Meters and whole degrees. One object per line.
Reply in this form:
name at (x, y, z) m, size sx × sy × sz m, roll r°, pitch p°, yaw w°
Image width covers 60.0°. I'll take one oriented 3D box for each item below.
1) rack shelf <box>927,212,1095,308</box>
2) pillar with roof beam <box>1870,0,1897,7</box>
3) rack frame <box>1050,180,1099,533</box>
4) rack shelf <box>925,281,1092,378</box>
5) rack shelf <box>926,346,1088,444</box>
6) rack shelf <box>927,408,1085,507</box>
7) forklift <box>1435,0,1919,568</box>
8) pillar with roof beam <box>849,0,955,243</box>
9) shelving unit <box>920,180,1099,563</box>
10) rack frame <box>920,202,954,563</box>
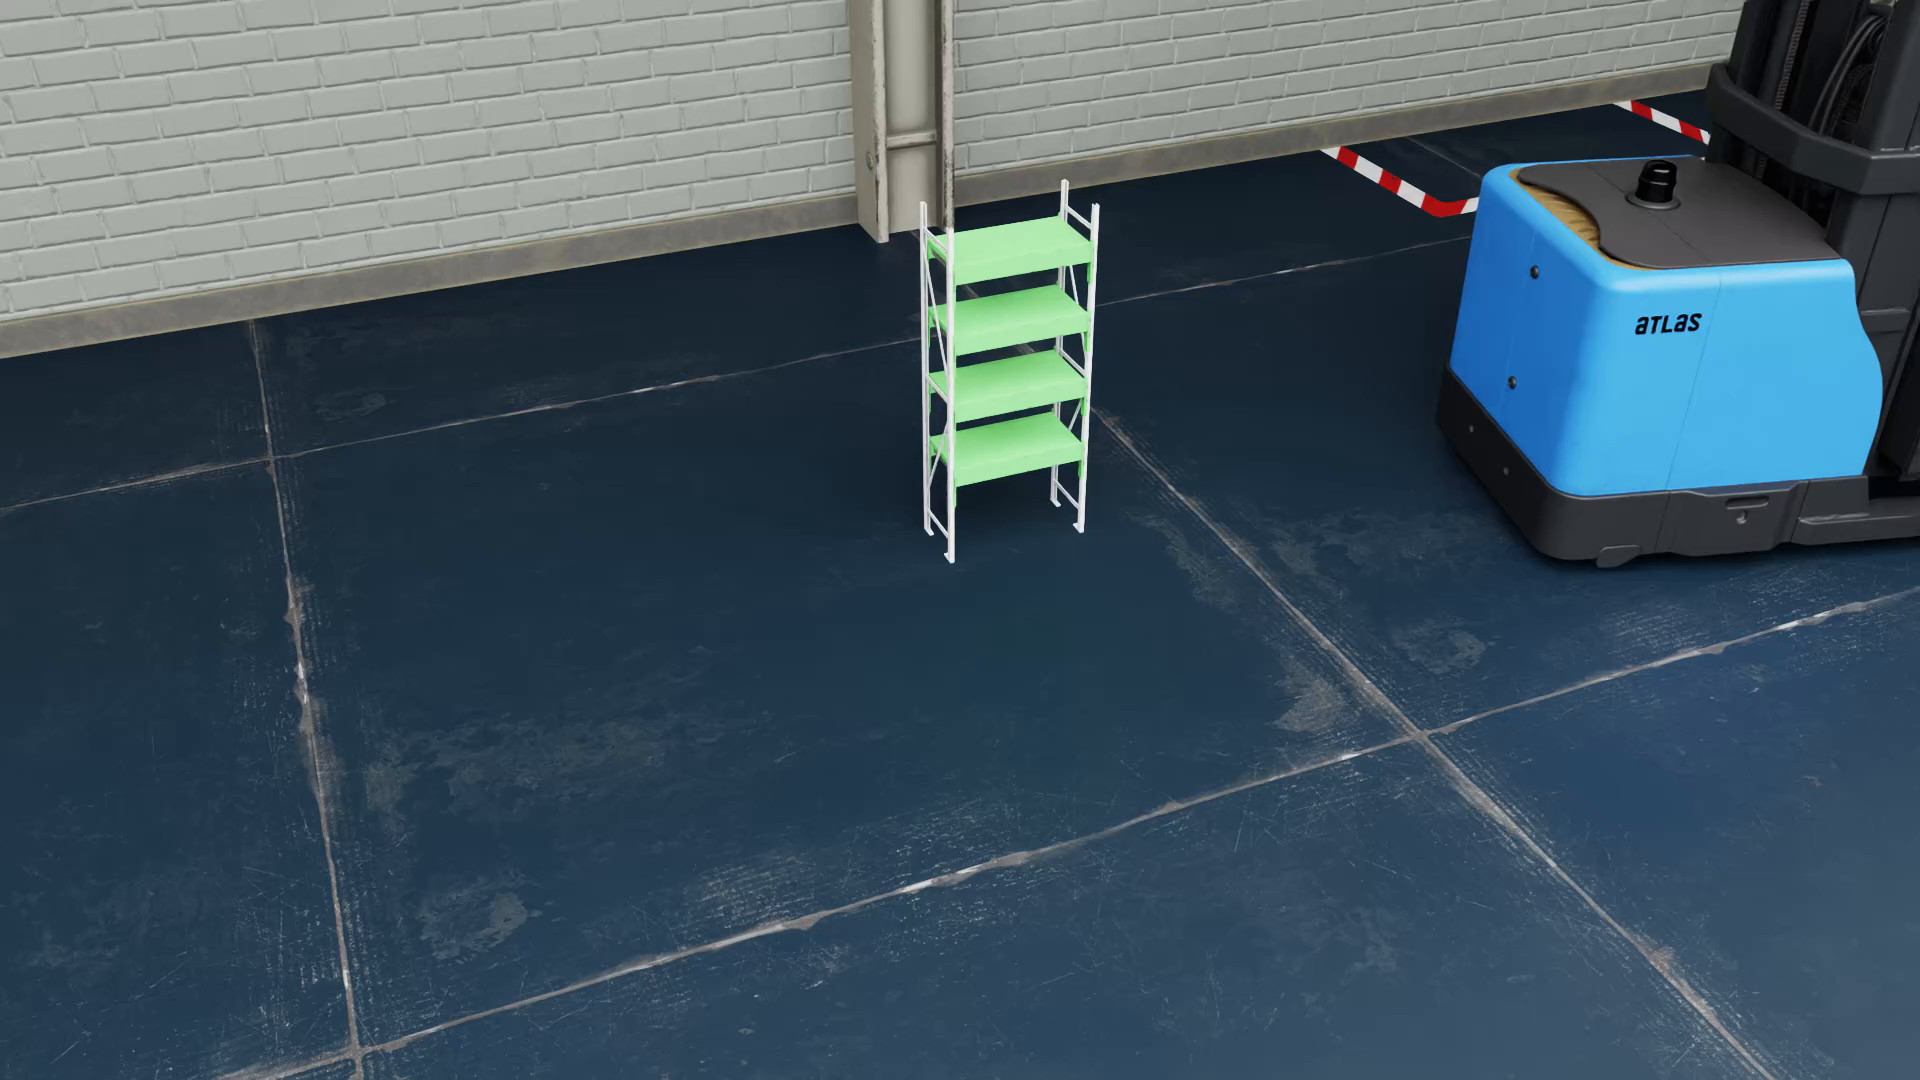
rack shelf at (0.153, -0.887, 5.250) m, size 0.480 × 0.148 × 0.258 m, roll -13°, pitch 35°, yaw -19°
pillar with roof beam at (6.932, -4.408, 4.273) m, size 0.400 × 9.000 × 9.100 m, roll -13°, pitch 35°, yaw -19°
rack frame at (0.378, -0.589, 5.556) m, size 0.015 × 1.200 × 0.240 m, roll -13°, pitch 35°, yaw -19°
rack shelf at (0.153, -0.685, 5.380) m, size 0.480 × 0.148 × 0.258 m, roll -13°, pitch 35°, yaw -19°
rack shelf at (0.153, -0.484, 5.511) m, size 0.480 × 0.148 × 0.258 m, roll -13°, pitch 35°, yaw -19°
rack shelf at (0.153, -0.283, 5.642) m, size 0.480 × 0.148 × 0.258 m, roll -13°, pitch 35°, yaw -19°
forklift at (3.362, -1.494, 5.358) m, size 3.031 × 2.935 × 1.130 m, roll -5°, pitch 33°, yaw -7°
pillar with roof beam at (1.400, -3.141, 2.326) m, size 0.400 × 9.000 × 9.100 m, roll -13°, pitch 35°, yaw -19°
shelving unit at (0.153, -0.538, 5.476) m, size 0.503 × 1.200 × 0.258 m, roll -13°, pitch 35°, yaw -19°
rack frame at (-0.072, -0.486, 5.397) m, size 0.015 × 1.200 × 0.240 m, roll -13°, pitch 35°, yaw -19°
